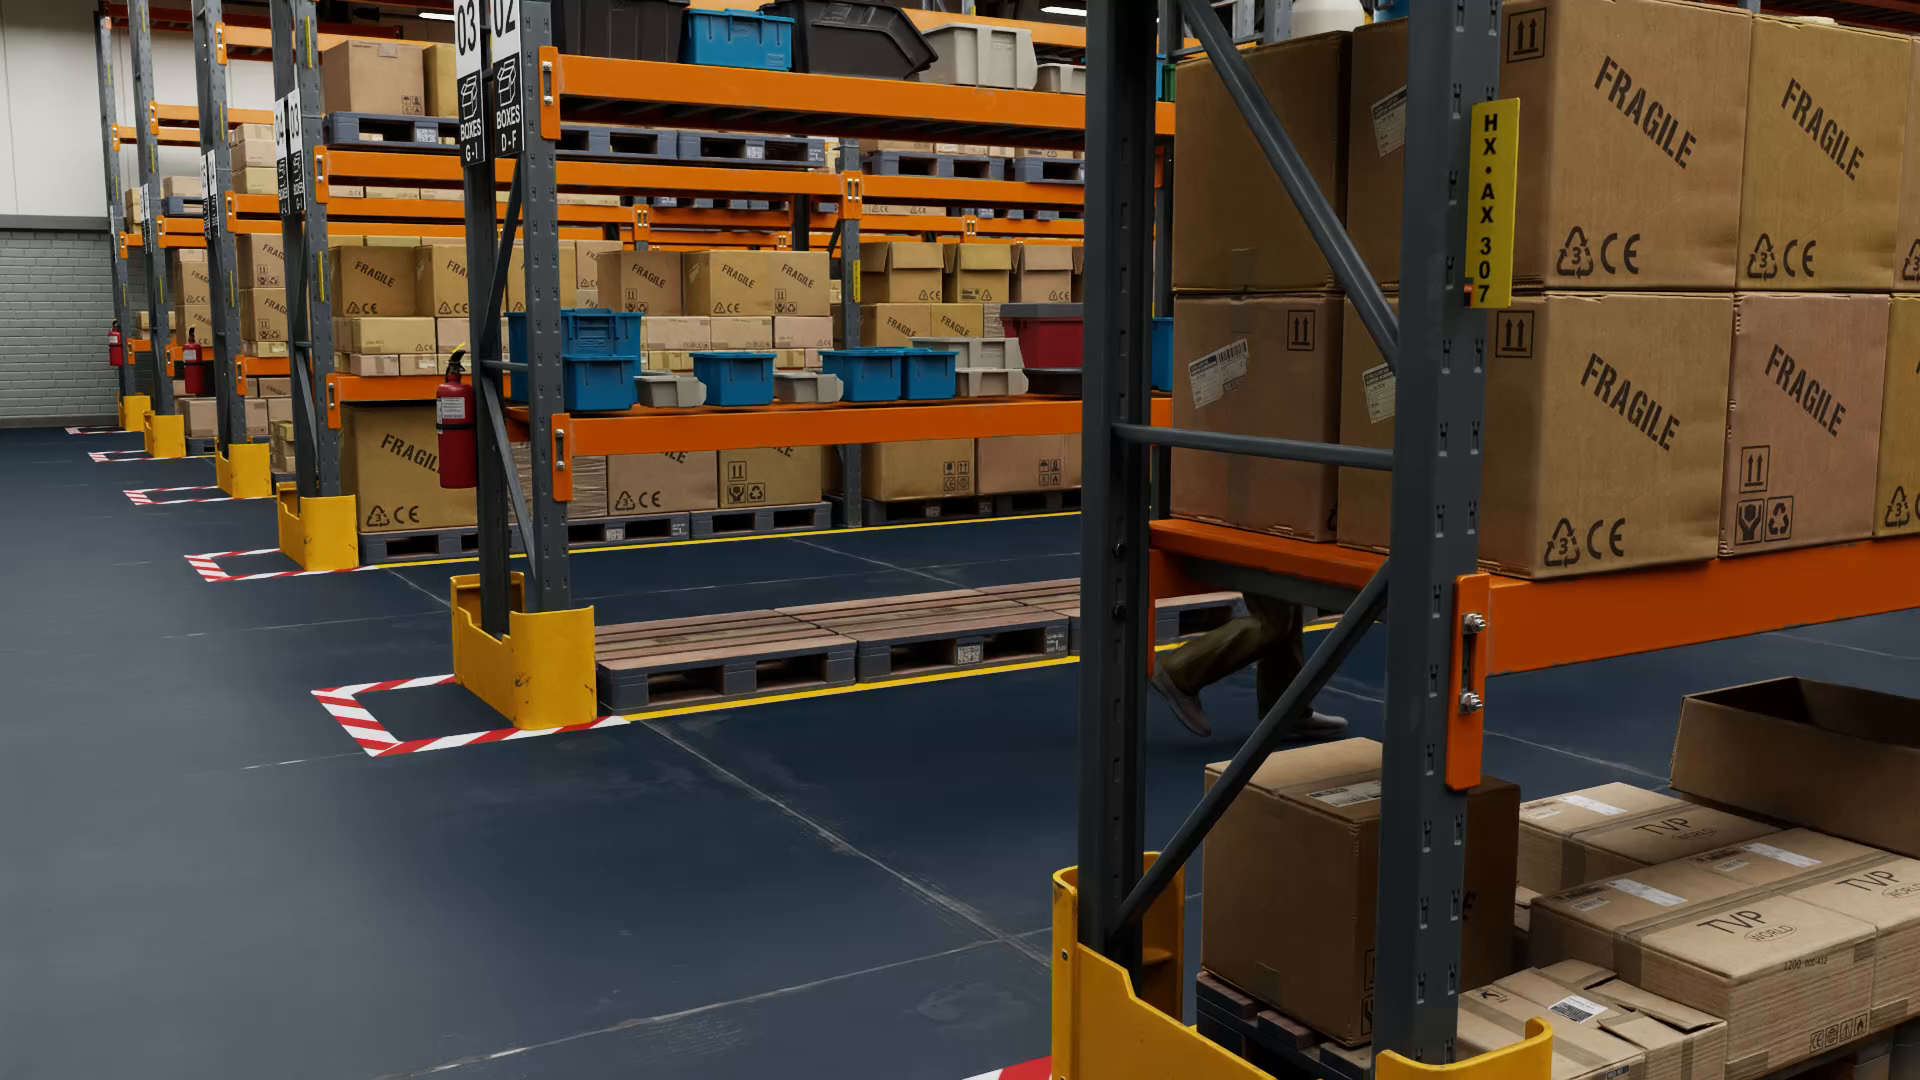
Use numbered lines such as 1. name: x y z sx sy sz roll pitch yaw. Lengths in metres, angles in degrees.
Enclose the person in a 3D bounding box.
1. person: 1.172 -0.050 6.675 0.838 1.764 0.606 1 8 7
